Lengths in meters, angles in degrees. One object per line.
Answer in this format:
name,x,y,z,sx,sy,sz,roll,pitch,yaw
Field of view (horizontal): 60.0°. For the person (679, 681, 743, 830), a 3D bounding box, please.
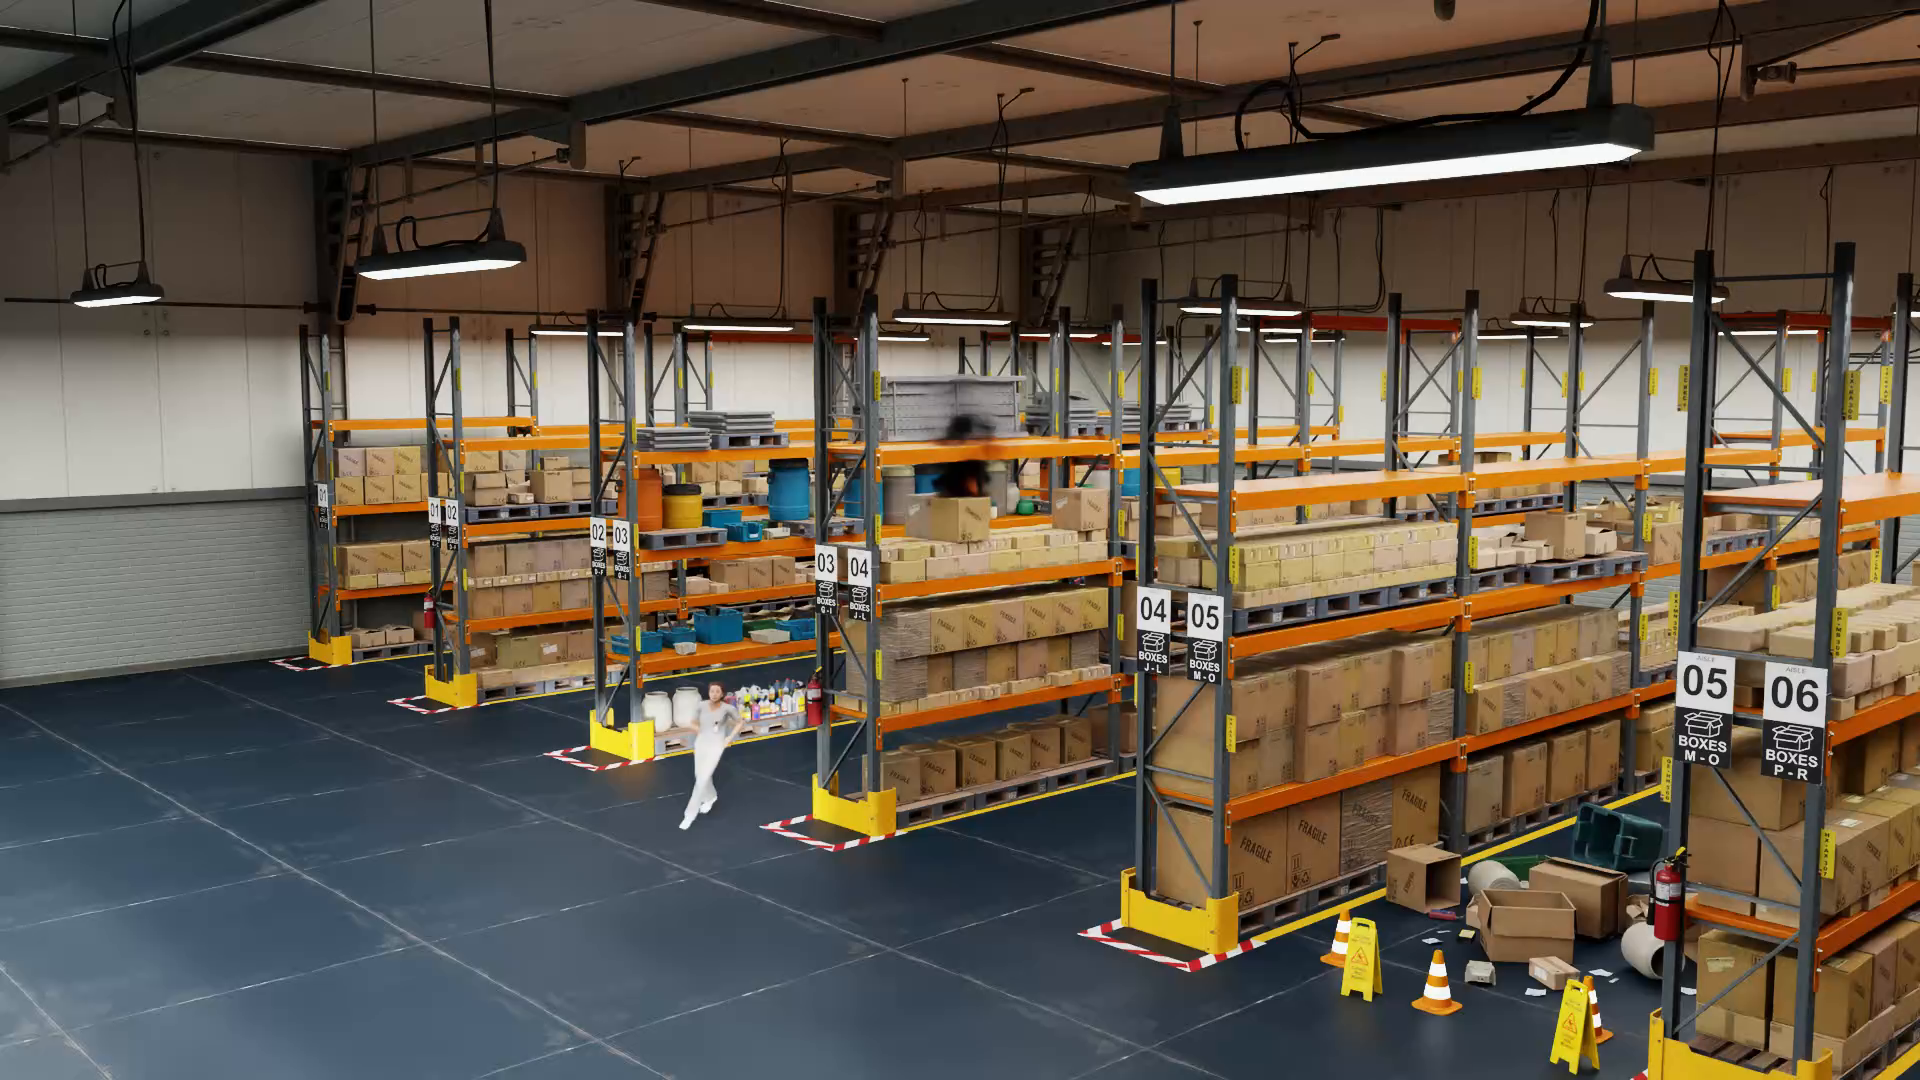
person,-2.822,2.419,19.056,0.590,1.668,0.856,2,6,19
